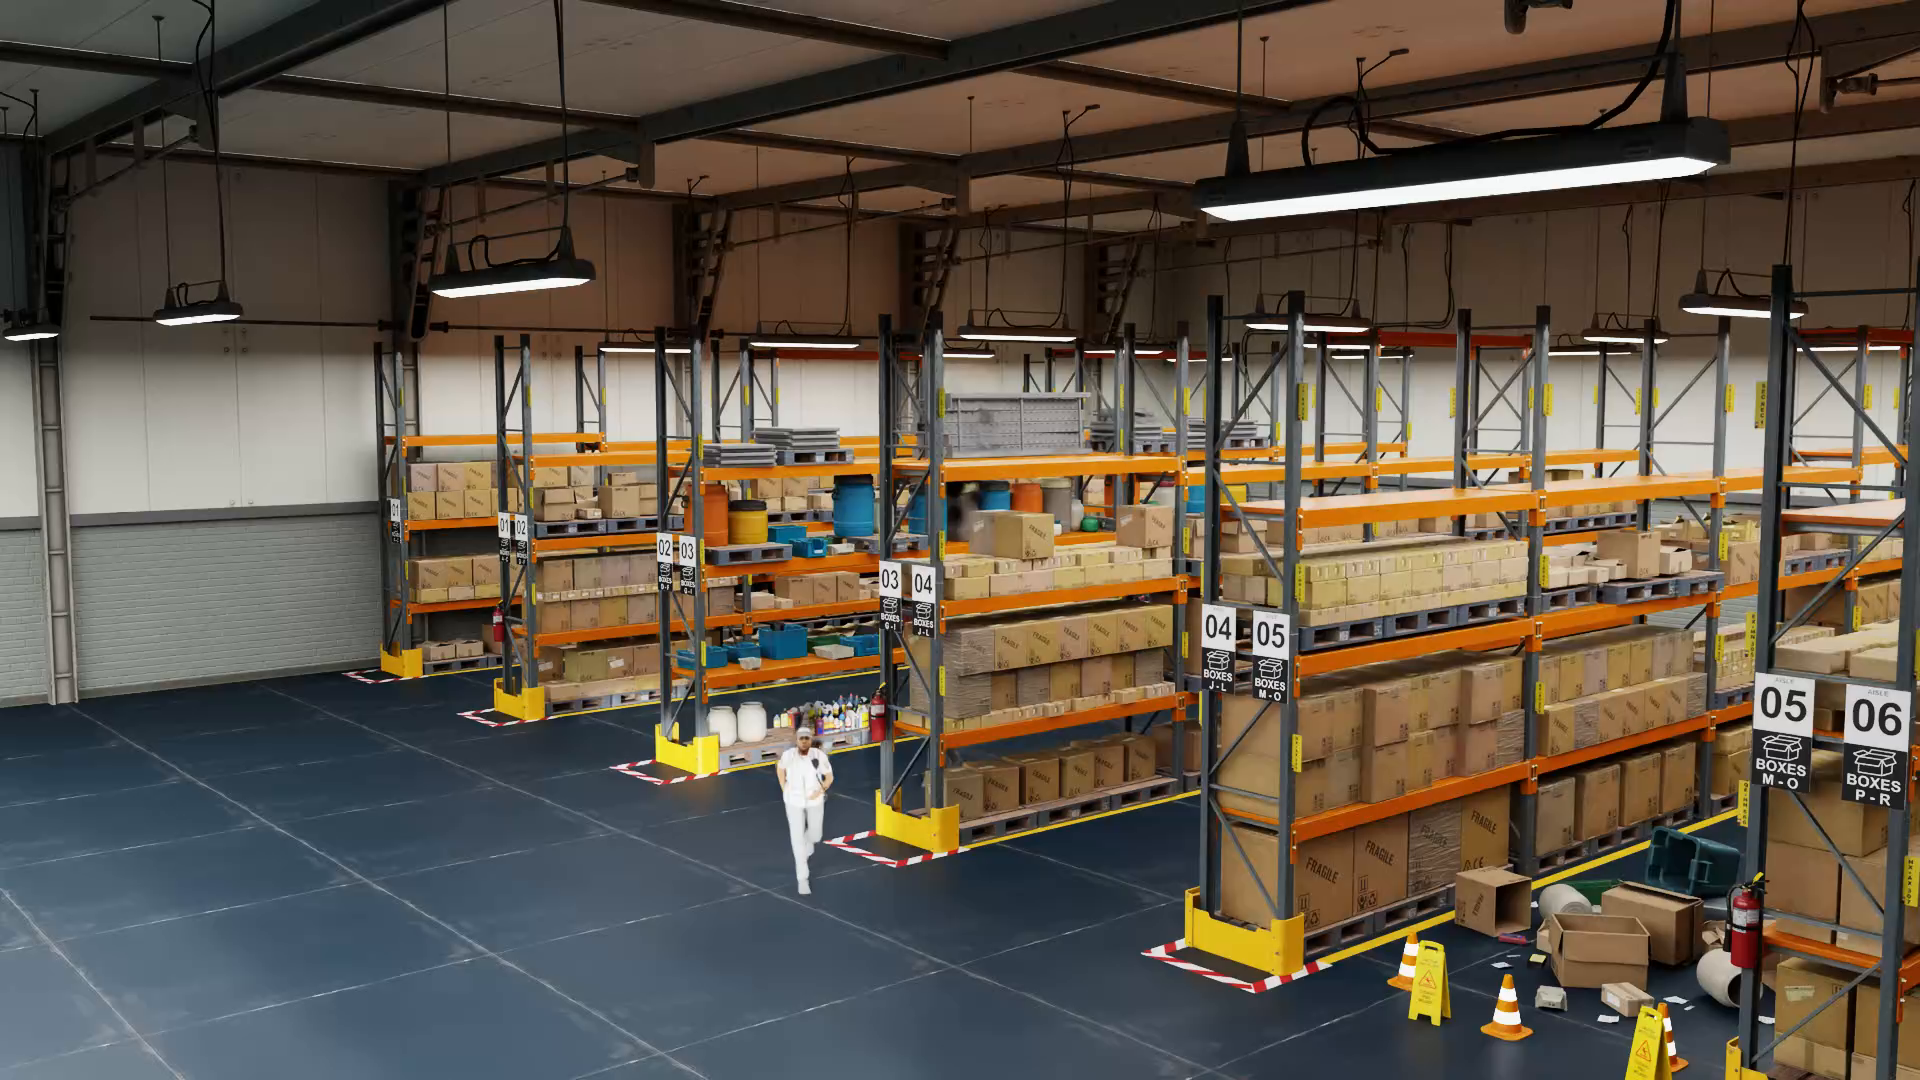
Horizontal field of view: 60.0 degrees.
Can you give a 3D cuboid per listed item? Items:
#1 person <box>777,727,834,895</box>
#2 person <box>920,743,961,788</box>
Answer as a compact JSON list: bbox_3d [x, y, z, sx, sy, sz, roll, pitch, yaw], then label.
[{"bbox_3d":[-1.614,2.788,17.449,0.578,1.672,1.039,-1,5,-12],"label":"person"},{"bbox_3d":[-0.243,2.344,21.859,0.600,1.729,0.926,3,6,31],"label":"person"}]
